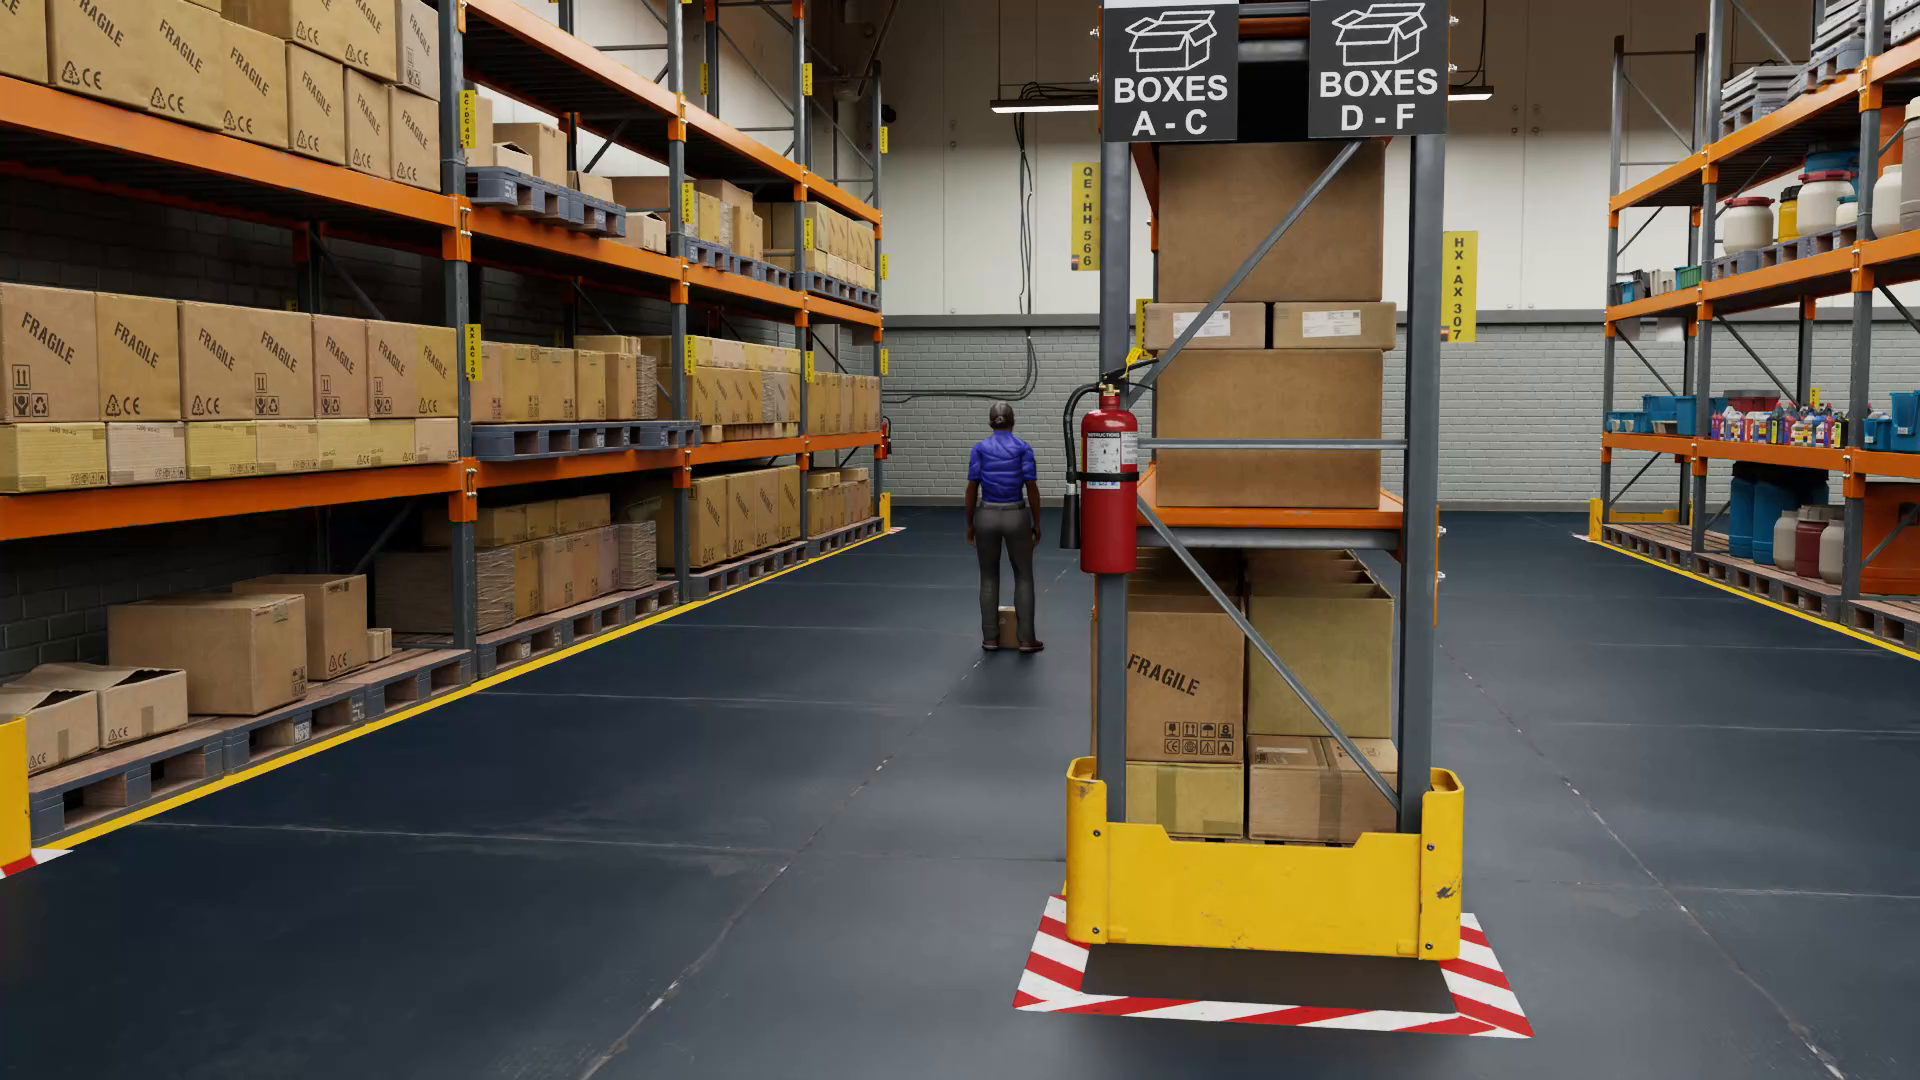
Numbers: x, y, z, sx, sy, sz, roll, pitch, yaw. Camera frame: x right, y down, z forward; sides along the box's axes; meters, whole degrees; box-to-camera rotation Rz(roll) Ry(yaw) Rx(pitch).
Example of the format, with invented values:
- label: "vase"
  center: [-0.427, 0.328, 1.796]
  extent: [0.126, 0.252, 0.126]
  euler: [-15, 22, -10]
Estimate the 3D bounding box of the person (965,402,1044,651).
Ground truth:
- label: "person"
  center: [0.299, -0.090, 11.063]
  extent: [0.516, 1.654, 0.392]
  euler: [1, 5, 9]
